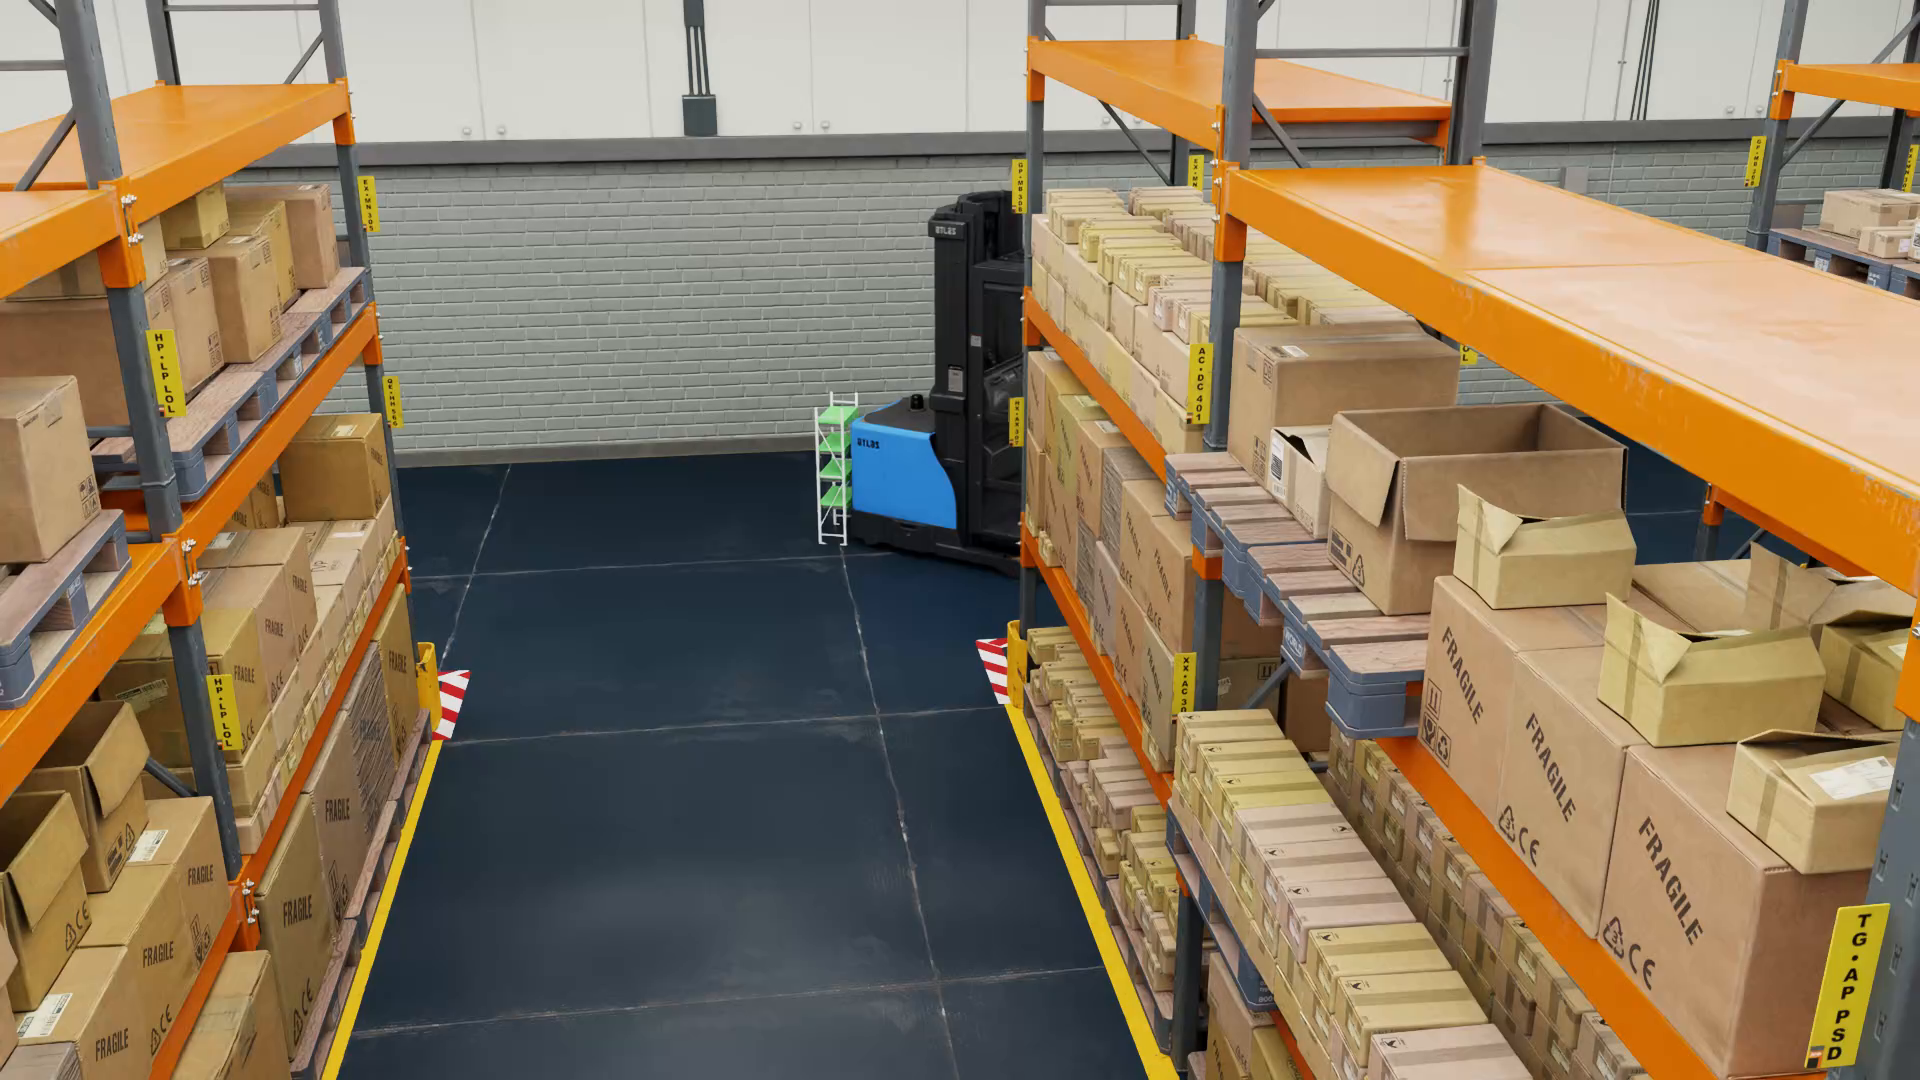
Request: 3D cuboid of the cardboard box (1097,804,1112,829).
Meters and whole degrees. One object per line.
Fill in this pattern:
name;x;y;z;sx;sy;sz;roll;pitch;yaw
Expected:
cardboard box;0.969;1.571;9.197;0.380;0.149;0.250;-3;21;-7

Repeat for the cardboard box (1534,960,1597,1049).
cardboard box;1.994;1.405;5.075;0.380;0.149;0.250;-2;21;-6

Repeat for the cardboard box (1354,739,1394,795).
cardboard box;1.774;0.867;6.516;0.380;0.149;0.250;-4;21;-9

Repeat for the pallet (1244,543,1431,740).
pallet;1.619;0.264;5.204;1.213;0.211;1.003;-3;21;-8

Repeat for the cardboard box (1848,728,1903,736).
cardboard box;2.241;0.725;3.559;0.500;0.500;0.500;-3;21;-8

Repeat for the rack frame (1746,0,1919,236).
rack frame;5.790;-3.477;10.665;1.000;3.000;0.127;-3;21;-8

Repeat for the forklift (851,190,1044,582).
forklift;0.613;-1.246;13.363;3.031;2.935;1.130;11;23;27

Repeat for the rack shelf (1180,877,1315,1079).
rack shelf;1.771;2.032;5.516;1.077;0.370;4.000;-3;21;-8

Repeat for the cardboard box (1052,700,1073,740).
cardboard box;0.764;1.084;10.076;0.380;0.149;0.250;-2;21;-6

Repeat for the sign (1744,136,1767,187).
sign;5.240;-2.493;10.953;0.100;0.325;0.005;-3;21;-8

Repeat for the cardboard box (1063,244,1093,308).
cardboard box;0.850;-1.430;8.970;0.500;0.250;0.500;-3;21;-7

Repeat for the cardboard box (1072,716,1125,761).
cardboard box;0.855;1.131;9.524;0.380;0.149;0.250;-3;21;-7

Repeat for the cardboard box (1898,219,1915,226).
cardboard box;6.084;-1.905;10.360;0.380;0.149;0.250;-5;21;-12

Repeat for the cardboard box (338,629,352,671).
cardboard box;-3.419;0.587;8.717;0.380;0.149;0.250;-3;21;-7

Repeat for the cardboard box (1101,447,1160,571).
cardboard box;1.008;-0.158;8.354;0.500;0.500;0.500;-2;21;-6

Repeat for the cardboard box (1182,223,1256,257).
cardboard box;1.398;-1.593;8.836;0.380;0.149;0.250;-2;21;-7

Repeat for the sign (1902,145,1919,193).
sign;6.329;-2.472;11.109;0.100;0.325;0.005;-3;21;-8

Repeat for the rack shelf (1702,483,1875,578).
rack shelf;6.079;0.363;9.986;1.077;0.370;4.000;-3;21;-8

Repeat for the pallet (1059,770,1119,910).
pallet;1.172;1.655;9.483;1.003;0.211;1.213;-3;21;-8

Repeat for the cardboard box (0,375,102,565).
cardboard box;-3.346;-0.230;5.516;0.700;0.500;0.500;-2;21;-6

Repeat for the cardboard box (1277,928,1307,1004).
cardboard box;1.279;1.398;5.520;0.380;0.149;0.250;-3;21;-9

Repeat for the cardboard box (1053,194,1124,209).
cardboard box;0.747;-1.925;9.727;0.380;0.149;0.250;-2;21;-6

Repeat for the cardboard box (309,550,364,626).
cardboard box;-3.538;0.270;8.995;0.500;0.250;0.500;-4;21;-10

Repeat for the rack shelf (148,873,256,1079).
rack shelf;-3.151;2.247;4.940;1.077;0.370;4.000;-3;21;-8

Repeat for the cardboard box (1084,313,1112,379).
cardboard box;0.941;-1.009;8.558;0.500;0.250;0.500;-3;21;-8

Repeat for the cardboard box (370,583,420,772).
cardboard box;-3.845;0.849;10.092;0.875;0.875;0.875;-3;21;-8

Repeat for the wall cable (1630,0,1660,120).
wall cable;8.198;-5.614;16.333;2.988;3.039;0.133;-3;21;-8

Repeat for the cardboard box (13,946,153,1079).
cardboard box;-2.955;1.672;5.311;0.500;0.500;0.500;-3;21;-8

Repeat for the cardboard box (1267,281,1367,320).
cardboard box;1.582;-1.046;7.372;0.380;0.149;0.250;-3;21;-8

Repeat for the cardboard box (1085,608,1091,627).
cardboard box;0.904;0.402;9.212;0.380;0.149;0.250;-2;21;-6

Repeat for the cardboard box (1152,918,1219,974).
cardboard box;1.123;1.909;7.866;0.380;0.149;0.250;-3;21;-7

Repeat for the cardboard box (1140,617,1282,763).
cardboard box;1.134;0.663;7.585;0.500;0.500;0.500;-3;21;-8

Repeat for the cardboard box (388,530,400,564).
cardboard box;-3.639;0.057;10.134;0.380;0.149;0.250;-3;21;-7

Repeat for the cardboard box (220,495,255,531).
cardboard box;-4.062;-0.055;8.795;0.500;0.500;0.500;-3;21;-9

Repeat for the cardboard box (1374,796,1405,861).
cardboard box;1.808;1.089;6.346;0.380;0.149;0.250;-2;21;-5

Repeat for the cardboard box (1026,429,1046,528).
cardboard box;0.698;-0.399;10.429;0.500;0.500;0.500;-2;21;-5

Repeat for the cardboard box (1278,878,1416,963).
cardboard box;1.272;1.252;5.485;0.380;0.149;0.250;-2;21;-6

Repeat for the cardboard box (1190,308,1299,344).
cardboard box;1.167;-0.848;6.841;0.380;0.149;0.250;-4;21;-10

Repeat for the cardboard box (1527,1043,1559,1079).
cardboard box;2.002;1.685;5.177;0.380;0.149;0.250;-3;21;-7

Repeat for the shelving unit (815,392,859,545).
shelving unit;-1.034;-0.610;14.134;0.258;1.200;0.503;4;21;10

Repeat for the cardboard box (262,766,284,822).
cardboard box;-3.191;1.126;7.275;0.380;0.149;0.250;-4;21;-10

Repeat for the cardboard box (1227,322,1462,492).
cardboard box;1.429;-0.509;6.262;0.700;0.500;0.500;-3;21;-8

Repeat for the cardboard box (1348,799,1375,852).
cardboard box;1.774;1.141;6.632;0.380;0.149;0.250;-3;21;-7

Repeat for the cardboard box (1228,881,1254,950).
cardboard box;1.198;1.353;6.066;0.380;0.149;0.250;-3;21;-7

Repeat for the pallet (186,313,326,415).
pallet;-3.720;-0.851;8.047;1.003;0.211;1.213;-3;21;-8

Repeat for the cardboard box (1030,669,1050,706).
cardboard box;0.665;0.954;10.849;0.380;0.149;0.250;-2;21;-7

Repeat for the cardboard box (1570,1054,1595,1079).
cardboard box;2.034;1.632;4.893;0.380;0.149;0.250;-3;21;-8

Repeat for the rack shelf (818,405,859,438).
rack shelf;-1.034;-1.000;13.988;0.258;0.148;0.480;4;21;10

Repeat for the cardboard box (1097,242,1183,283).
cardboard box;0.899;-1.381;8.269;0.380;0.149;0.250;-3;21;-9

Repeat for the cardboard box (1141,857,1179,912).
cardboard box;1.098;1.666;8.092;0.380;0.149;0.250;-3;21;-7

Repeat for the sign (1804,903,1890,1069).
sign;1.522;0.767;2.849;0.100;0.325;0.005;-3;21;-8

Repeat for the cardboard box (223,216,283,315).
cardboard box;-3.804;-1.308;8.257;0.700;0.500;0.500;-4;21;-11
